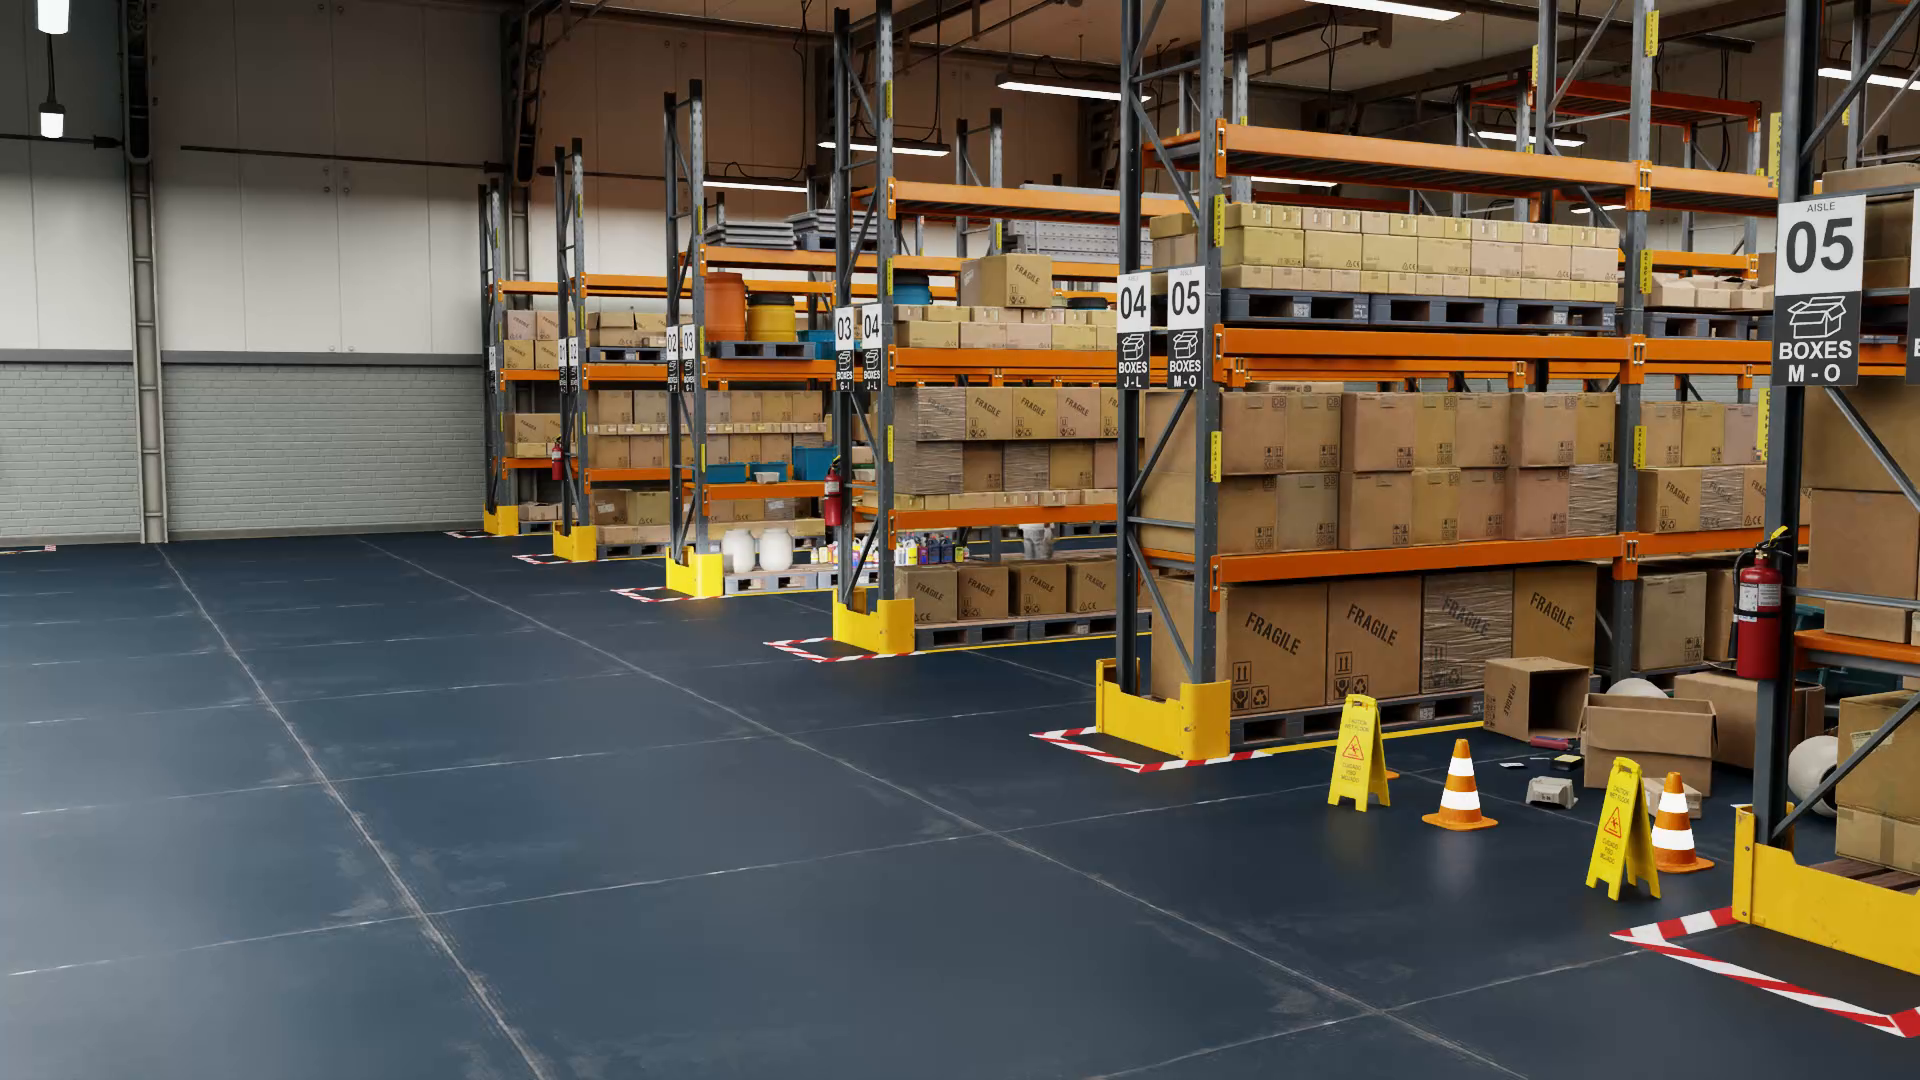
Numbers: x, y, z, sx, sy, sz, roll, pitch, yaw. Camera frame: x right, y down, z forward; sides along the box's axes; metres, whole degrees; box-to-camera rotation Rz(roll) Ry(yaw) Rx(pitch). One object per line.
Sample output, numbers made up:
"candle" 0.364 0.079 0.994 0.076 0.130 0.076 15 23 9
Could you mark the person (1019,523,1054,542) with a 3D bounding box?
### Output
"person" 0.844 -0.111 18.405 0.354 1.781 0.545 -3 6 -27
